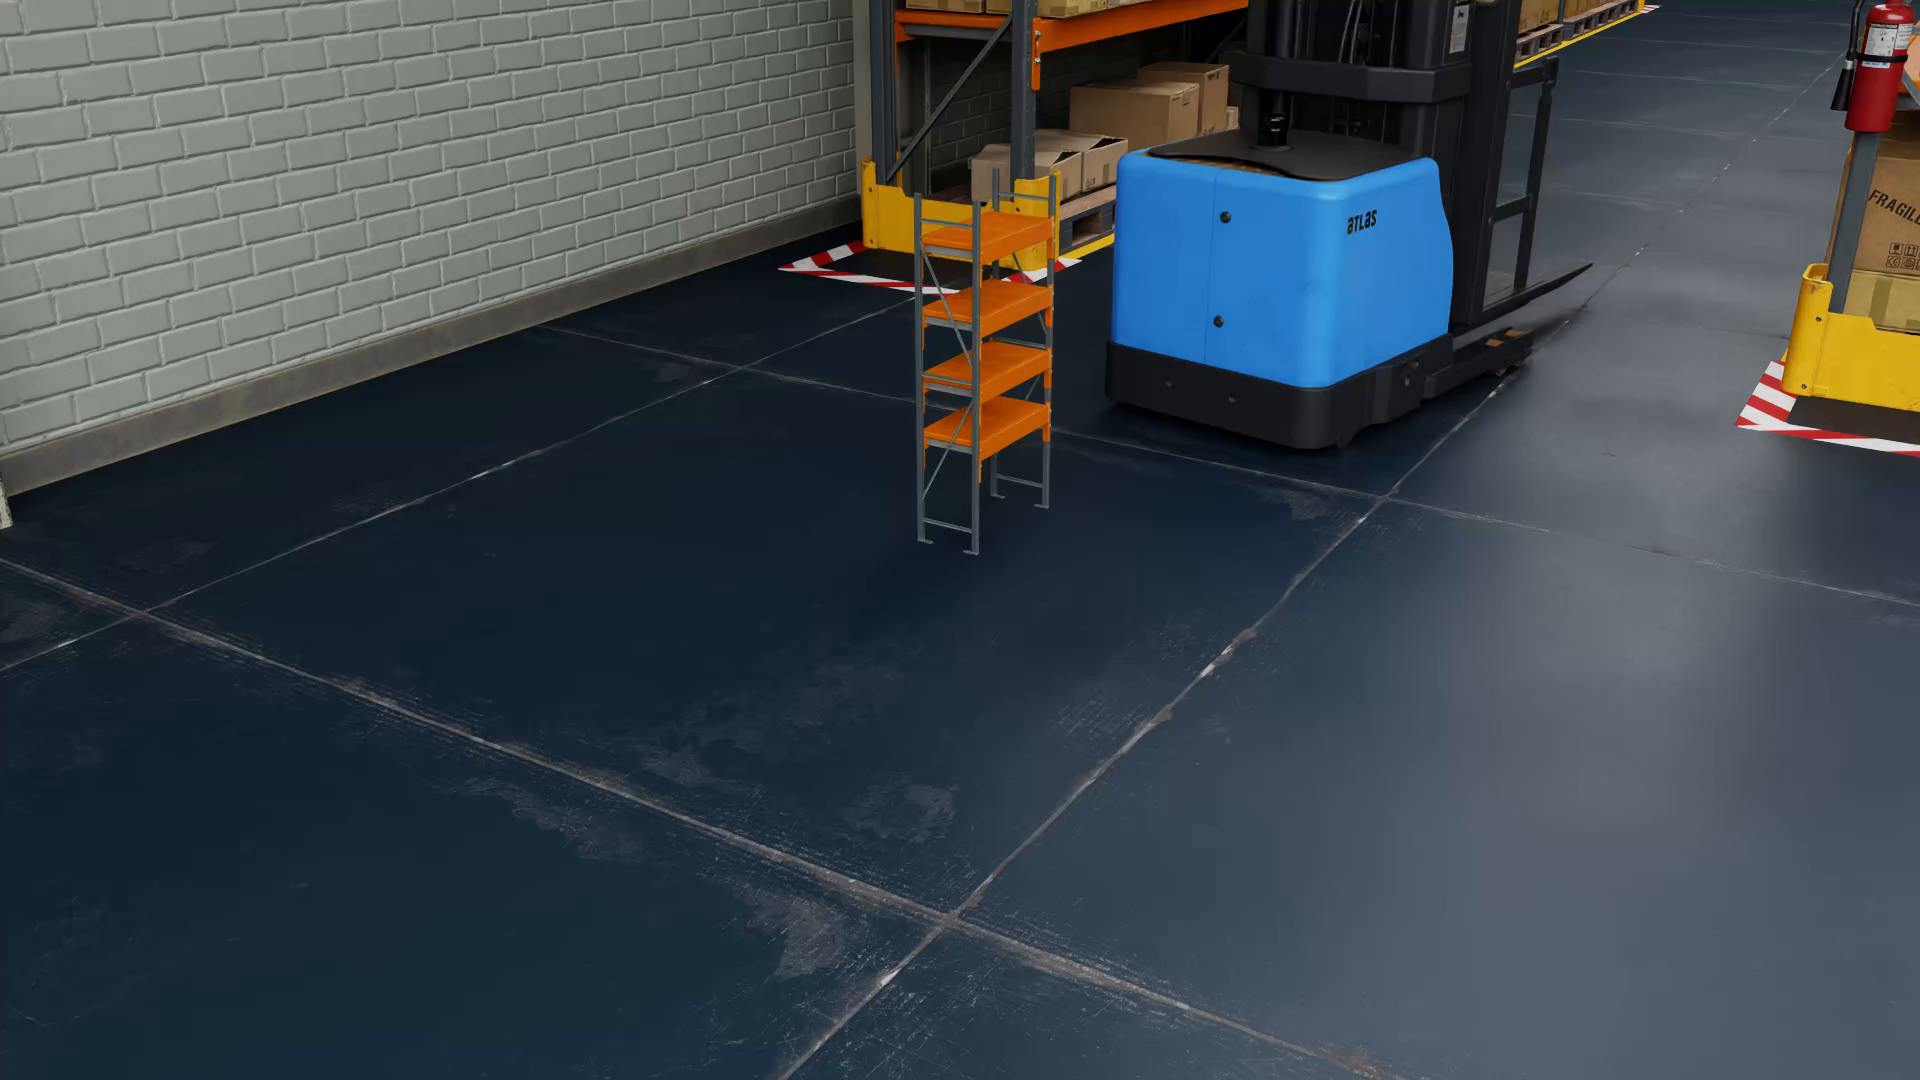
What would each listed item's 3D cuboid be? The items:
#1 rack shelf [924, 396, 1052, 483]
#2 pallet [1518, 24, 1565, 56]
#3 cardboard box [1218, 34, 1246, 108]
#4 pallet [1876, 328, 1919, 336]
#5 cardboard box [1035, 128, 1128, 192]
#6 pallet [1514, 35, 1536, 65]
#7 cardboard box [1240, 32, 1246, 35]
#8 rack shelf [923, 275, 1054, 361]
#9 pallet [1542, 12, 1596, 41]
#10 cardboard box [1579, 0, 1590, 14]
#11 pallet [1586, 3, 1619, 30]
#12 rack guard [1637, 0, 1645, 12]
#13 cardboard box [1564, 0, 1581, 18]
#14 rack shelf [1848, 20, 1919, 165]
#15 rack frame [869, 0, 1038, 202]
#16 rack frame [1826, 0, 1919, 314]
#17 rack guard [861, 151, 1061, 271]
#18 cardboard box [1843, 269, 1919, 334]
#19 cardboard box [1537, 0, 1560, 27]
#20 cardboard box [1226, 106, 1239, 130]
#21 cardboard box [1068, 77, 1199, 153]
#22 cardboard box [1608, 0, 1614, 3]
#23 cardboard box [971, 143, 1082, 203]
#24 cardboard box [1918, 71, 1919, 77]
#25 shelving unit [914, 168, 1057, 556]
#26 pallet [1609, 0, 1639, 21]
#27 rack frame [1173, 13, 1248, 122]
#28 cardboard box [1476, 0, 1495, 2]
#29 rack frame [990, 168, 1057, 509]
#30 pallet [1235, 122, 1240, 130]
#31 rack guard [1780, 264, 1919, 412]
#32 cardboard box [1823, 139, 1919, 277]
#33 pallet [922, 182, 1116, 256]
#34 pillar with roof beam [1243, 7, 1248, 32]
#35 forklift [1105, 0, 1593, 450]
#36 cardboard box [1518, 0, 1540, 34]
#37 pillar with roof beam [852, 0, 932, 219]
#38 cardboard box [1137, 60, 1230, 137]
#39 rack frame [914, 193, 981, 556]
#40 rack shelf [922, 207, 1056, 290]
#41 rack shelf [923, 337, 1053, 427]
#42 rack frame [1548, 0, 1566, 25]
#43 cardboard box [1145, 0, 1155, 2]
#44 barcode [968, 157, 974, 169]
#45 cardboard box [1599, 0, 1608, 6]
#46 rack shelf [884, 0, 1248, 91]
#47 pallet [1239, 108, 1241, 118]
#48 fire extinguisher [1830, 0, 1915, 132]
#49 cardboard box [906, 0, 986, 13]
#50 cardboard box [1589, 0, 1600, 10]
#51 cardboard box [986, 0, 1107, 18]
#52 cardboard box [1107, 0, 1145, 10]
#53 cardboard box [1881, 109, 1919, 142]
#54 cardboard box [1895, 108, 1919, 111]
[{"bbox_3d":[0.087,-0.363,5.746,0.258,0.148,0.480,14,27,29],"label":"rack shelf"},{"bbox_3d":[5.941,-5.498,18.185,1.003,0.211,1.213,14,27,29],"label":"pallet"},{"bbox_3d":[2.438,-3.661,13.023,0.700,0.500,0.500,15,28,31],"label":"cardboard box"},{"bbox_3d":[4.533,-0.955,7.689,1.003,0.211,1.213,14,27,29],"label":"pallet"},{"bbox_3d":[0.696,-2.379,10.301,0.500,0.311,0.500,16,28,33],"label":"cardboard box"},{"bbox_3d":[5.298,-5.085,17.230,1.003,0.211,1.213,14,27,29],"label":"pallet"},{"bbox_3d":[2.668,-3.846,13.450,0.700,0.500,0.500,13,27,28],"label":"cardboard box"},{"bbox_3d":[0.087,-0.750,5.579,0.258,0.148,0.480,14,27,29],"label":"rack shelf"},{"bbox_3d":[6.752,-6.015,19.378,1.003,0.211,1.213,14,27,29],"label":"pallet"},{"bbox_3d":[7.034,-6.500,19.606,0.700,0.500,0.500,14,27,28],"label":"cardboard box"},{"bbox_3d":[7.394,-6.428,20.333,1.003,0.211,1.213,14,27,29],"label":"pallet"},{"bbox_3d":[8.407,-7.265,21.903,1.175,0.500,0.348,14,27,29],"label":"rack guard"},{"bbox_3d":[6.766,-6.331,19.216,0.700,0.500,0.500,14,27,30],"label":"cardboard box"},{"bbox_3d":[5.220,-2.312,8.221,1.077,0.370,4.000,14,27,29],"label":"rack shelf"},{"bbox_3d":[-0.046,-3.004,8.914,1.000,3.000,0.127,14,27,29],"label":"rack frame"},{"bbox_3d":[4.165,-1.967,6.519,1.000,3.000,0.127,14,27,29],"label":"rack frame"},{"bbox_3d":[-0.006,-1.883,9.469,1.175,0.500,0.348,14,27,29],"label":"rack guard"},{"bbox_3d":[4.197,-1.141,7.543,0.500,0.250,0.500,14,27,29],"label":"cardboard box"},{"bbox_3d":[6.052,-6.014,18.043,0.750,0.750,0.750,14,27,30],"label":"cardboard box"},{"bbox_3d":[1.808,-3.069,12.076,0.380,0.166,0.250,10,25,22],"label":"cardboard box"},{"bbox_3d":[1.126,-2.703,10.811,0.700,0.500,0.500,12,26,26],"label":"cardboard box"},{"bbox_3d":[7.846,-7.024,20.817,0.700,0.500,0.500,14,27,29],"label":"cardboard box"},{"bbox_3d":[0.396,-2.187,9.856,0.500,0.311,0.500,11,26,23],"label":"cardboard box"},{"bbox_3d":[4.422,-2.168,6.856,0.700,0.500,0.500,14,27,29],"label":"cardboard box"},{"bbox_3d":[0.087,-0.606,5.641,0.258,1.200,0.503,14,27,29],"label":"shelving unit"},{"bbox_3d":[8.039,-6.838,21.281,1.003,0.211,1.213,14,27,29],"label":"pallet"},{"bbox_3d":[2.064,-4.354,12.032,1.000,3.000,0.127,14,27,29],"label":"rack frame"},{"bbox_3d":[4.674,-5.131,16.004,0.750,0.750,0.750,13,27,28],"label":"cardboard box"},{"bbox_3d":[0.216,-0.689,5.831,0.240,1.200,0.015,14,27,29],"label":"rack frame"},{"bbox_3d":[1.740,-2.840,12.045,1.003,0.211,1.213,14,27,29],"label":"pallet"},{"bbox_3d":[4.152,-0.812,6.996,1.175,0.500,0.348,14,27,29],"label":"rack guard"},{"bbox_3d":[4.195,-1.486,7.395,0.500,0.500,0.500,14,27,29],"label":"cardboard box"},{"bbox_3d":[0.453,-2.017,10.143,1.003,0.211,1.213,14,27,29],"label":"pallet"},{"bbox_3d":[6.411,-7.298,11.280,9.100,9.000,0.400,14,27,29],"label":"pillar with roof beam"},{"bbox_3d":[1.964,-2.196,7.133,1.130,2.935,3.031,20,30,38],"label":"forklift"},{"bbox_3d":[5.585,-5.713,17.349,0.750,0.750,0.750,15,27,31],"label":"cardboard box"},{"bbox_3d":[3.246,-5.273,6.602,9.100,9.000,0.400,14,27,29],"label":"pillar with roof beam"},{"bbox_3d":[1.551,-3.050,11.613,0.500,0.500,0.500,12,26,25],"label":"cardboard box"},{"bbox_3d":[-0.041,-0.524,5.450,0.240,1.200,0.015,14,27,29],"label":"rack frame"},{"bbox_3d":[0.087,-0.967,5.485,0.258,0.148,0.480,14,27,29],"label":"rack shelf"},{"bbox_3d":[0.087,-0.545,5.667,0.258,0.148,0.480,14,27,29],"label":"rack shelf"},{"bbox_3d":[6.284,-7.054,18.269,1.000,3.000,0.127,14,27,29],"label":"rack frame"},{"bbox_3d":[1.017,-3.392,9.972,0.500,0.250,0.500,13,27,28],"label":"cardboard box"},{"bbox_3d":[0.065,-2.281,10.062,0.001,0.075,0.075,14,27,29],"label":"barcode"},{"bbox_3d":[7.581,-6.854,20.424,0.700,0.500,0.500,13,27,27],"label":"cardboard box"},{"bbox_3d":[1.009,-3.349,10.616,1.077,0.370,4.000,14,27,29],"label":"rack shelf"},{"bbox_3d":[2.474,-3.338,13.194,1.003,0.211,1.213,14,27,29],"label":"pallet"},{"bbox_3d":[3.708,-1.989,6.667,0.296,0.674,0.183,14,27,29],"label":"fire extinguisher"},{"bbox_3d":[0.036,-3.143,9.398,0.500,0.250,0.500,14,27,30],"label":"cardboard box"},{"bbox_3d":[7.306,-6.672,20.005,0.700,0.500,0.500,15,27,30],"label":"cardboard box"},{"bbox_3d":[0.481,-3.043,9.166,0.500,0.250,0.500,13,27,27],"label":"cardboard box"},{"bbox_3d":[0.743,-3.221,9.578,0.500,0.250,0.500,13,27,27],"label":"cardboard box"},{"bbox_3d":[4.710,-1.826,8.181,0.500,0.500,0.500,14,27,29],"label":"cardboard box"},{"bbox_3d":[4.975,-1.995,8.570,0.500,0.500,0.500,14,27,29],"label":"cardboard box"}]
